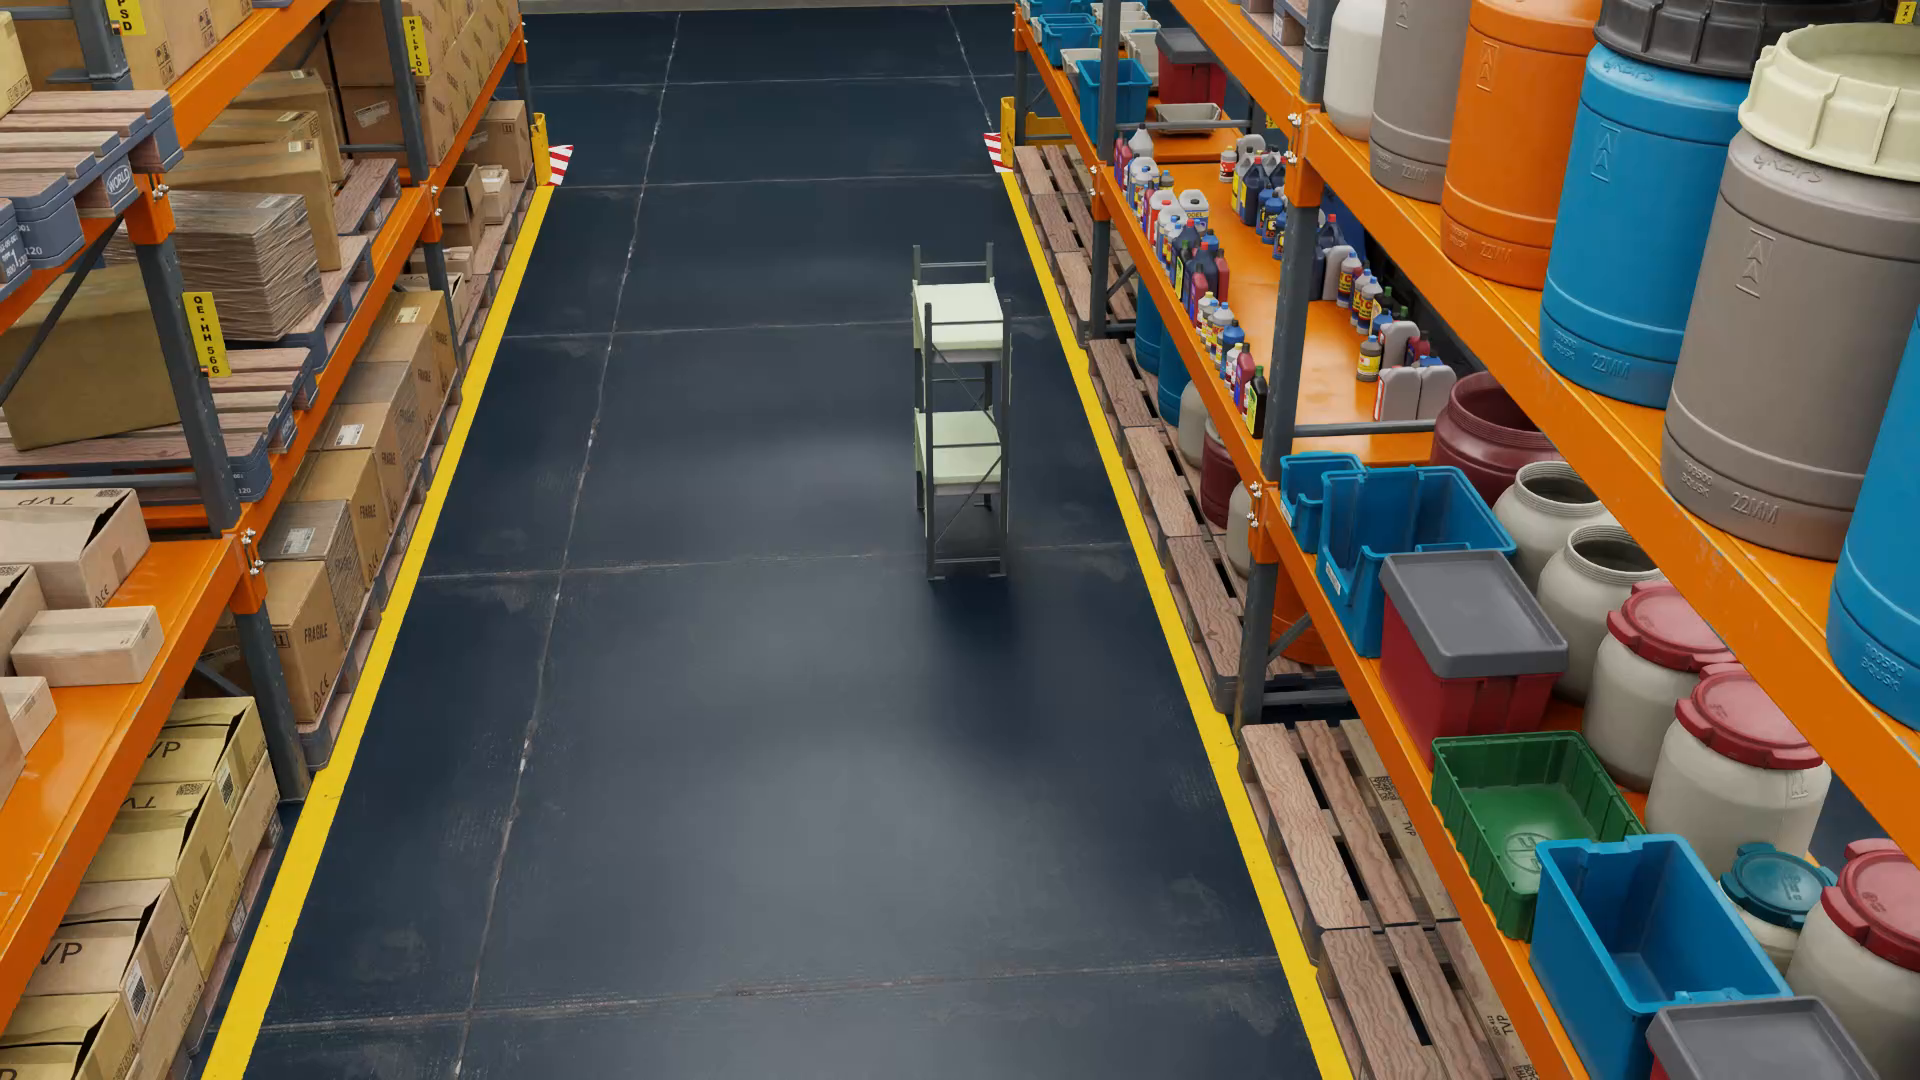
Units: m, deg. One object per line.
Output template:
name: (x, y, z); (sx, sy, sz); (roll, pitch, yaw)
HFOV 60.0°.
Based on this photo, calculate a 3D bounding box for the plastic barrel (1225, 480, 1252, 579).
plastic barrel: (1.498, -0.083, 7.980); (0.421, 0.512, 0.421); (0, 31, 0)

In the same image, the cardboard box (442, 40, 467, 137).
cardboard box: (-3.431, -2.822, 10.452); (0.500, 0.500, 0.500); (-2, 31, -4)

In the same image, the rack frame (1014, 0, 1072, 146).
rack frame: (0.955, -4.522, 13.396); (1.000, 3.000, 0.127); (-3, 31, -5)

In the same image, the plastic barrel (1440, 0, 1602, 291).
plastic barrel: (1.624, -1.146, 4.400); (0.600, 0.830, 0.708); (-3, 31, -5)

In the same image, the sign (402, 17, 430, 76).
sign: (-3.051, -2.770, 9.333); (0.100, 0.325, 0.005); (-3, 31, -5)

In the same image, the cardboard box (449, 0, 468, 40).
cardboard box: (-3.463, -3.497, 10.606); (0.500, 0.500, 0.500); (-4, 31, -6)

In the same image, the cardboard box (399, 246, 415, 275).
cardboard box: (-4.009, -1.939, 11.265); (0.500, 0.311, 0.500); (-3, 31, -5)

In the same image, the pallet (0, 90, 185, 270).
pallet: (-3.077, -1.067, 4.870); (1.213, 0.211, 1.003); (-1, 31, -2)

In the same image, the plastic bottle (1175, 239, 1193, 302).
plastic bottle: (1.103, -1.320, 8.148); (0.061, 0.283, 0.133); (-3, 31, -5)

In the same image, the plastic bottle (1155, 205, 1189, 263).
plastic bottle: (1.101, -1.581, 8.593); (0.152, 0.276, 0.135); (-3, 31, -5)

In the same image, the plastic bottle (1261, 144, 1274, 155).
plastic bottle: (1.755, -2.128, 9.502); (0.061, 0.283, 0.133); (-3, 31, -5)

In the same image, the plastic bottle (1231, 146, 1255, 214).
plastic bottle: (1.597, -1.998, 9.218); (0.144, 0.351, 0.185); (-3, 31, -5)

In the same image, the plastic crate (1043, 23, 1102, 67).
plastic crate: (0.801, -3.509, 11.804); (0.416, 0.233, 0.300); (-3, 31, -5)

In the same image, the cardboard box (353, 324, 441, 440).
cardboard box: (-3.234, -0.869, 9.289); (0.500, 0.500, 0.500); (-3, 31, -4)

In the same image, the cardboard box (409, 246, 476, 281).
cardboard box: (-3.518, -1.883, 11.311); (0.380, 0.166, 0.250); (-3, 31, -5)

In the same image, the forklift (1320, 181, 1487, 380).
forklift: (3.040, -2.077, 9.370); (1.130, 2.935, 3.031); (-4, 31, -6)

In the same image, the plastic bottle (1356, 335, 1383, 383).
plastic bottle: (1.818, -0.810, 7.374); (0.097, 0.201, 0.097); (0, 31, 0)

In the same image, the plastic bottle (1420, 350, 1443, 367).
plastic bottle: (2.000, -0.679, 7.088); (0.097, 0.271, 0.097); (0, 31, 0)

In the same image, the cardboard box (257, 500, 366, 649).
cardboard box: (-3.042, 0.169, 7.551); (0.500, 0.500, 0.500); (-4, 31, -6)

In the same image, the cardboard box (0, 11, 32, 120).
cardboard box: (-3.131, -1.377, 4.942); (0.500, 0.250, 0.500); (-5, 31, -8)

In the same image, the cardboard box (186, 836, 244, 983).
cardboard box: (-2.886, 1.318, 5.891); (0.500, 0.250, 0.500); (-3, 31, -5)

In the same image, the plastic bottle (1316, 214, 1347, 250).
plastic bottle: (1.843, -1.443, 8.289); (0.144, 0.351, 0.185); (-3, 31, -5)

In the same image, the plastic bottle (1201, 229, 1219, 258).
plastic bottle: (1.246, -1.426, 8.338); (0.097, 0.271, 0.097); (0, 31, 0)

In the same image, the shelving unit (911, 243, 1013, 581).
shelving unit: (0.001, -0.640, 8.360); (0.431, 1.500, 0.755); (-3, 31, -5)

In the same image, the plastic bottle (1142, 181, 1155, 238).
plastic bottle: (1.021, -1.769, 8.900); (0.061, 0.283, 0.133); (-3, 31, -5)

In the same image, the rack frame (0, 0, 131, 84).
rack frame: (-3.229, -2.778, 4.625); (1.000, 3.000, 0.127); (-3, 31, -5)

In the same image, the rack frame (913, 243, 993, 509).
rack frame: (-0.034, -0.827, 8.673); (0.400, 1.500, 0.023); (-3, 31, -5)

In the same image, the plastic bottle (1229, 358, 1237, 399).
plastic bottle: (1.226, -0.716, 7.218); (0.097, 0.201, 0.097); (0, 31, 0)

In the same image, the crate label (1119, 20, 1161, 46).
crate label: (1.275, -3.737, 12.281); (0.396, 0.136, 0.243); (-3, 31, -5)

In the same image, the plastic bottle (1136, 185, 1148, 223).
plastic bottle: (1.020, -1.843, 9.104); (0.097, 0.201, 0.097); (0, 31, 0)

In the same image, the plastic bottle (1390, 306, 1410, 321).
plastic bottle: (1.974, -0.931, 7.497); (0.061, 0.283, 0.133); (-3, 31, -5)

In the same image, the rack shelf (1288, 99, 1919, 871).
rack shelf: (1.889, -0.396, 4.264); (1.077, 0.370, 4.000); (-3, 31, -5)

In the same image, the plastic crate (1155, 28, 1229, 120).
plastic crate: (1.495, -3.001, 10.728); (0.402, 0.464, 0.583); (-3, 31, -5)

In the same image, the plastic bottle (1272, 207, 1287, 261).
plastic bottle: (1.681, -1.592, 8.616); (0.097, 0.271, 0.097); (0, 31, 0)

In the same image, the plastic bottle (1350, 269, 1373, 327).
plastic bottle: (1.914, -1.151, 7.878); (0.097, 0.271, 0.097); (0, 31, 0)

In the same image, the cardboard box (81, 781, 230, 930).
cardboard box: (-2.880, 1.078, 5.746); (0.500, 0.311, 0.500); (-3, 31, -5)

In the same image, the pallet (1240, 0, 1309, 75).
pallet: (1.728, -2.040, 6.499); (1.003, 0.211, 1.213); (-3, 31, -5)

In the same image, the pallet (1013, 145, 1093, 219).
pallet: (0.994, -2.902, 13.403); (1.003, 0.211, 1.213); (-3, 31, -5)

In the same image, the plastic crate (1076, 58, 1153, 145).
plastic crate: (0.946, -2.721, 10.337); (0.392, 0.384, 0.575); (-3, 31, -5)

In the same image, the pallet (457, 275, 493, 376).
pallet: (-3.666, -1.398, 10.885); (1.003, 0.211, 1.213); (-3, 31, -5)

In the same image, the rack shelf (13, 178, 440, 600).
rack shelf: (-3.416, -0.915, 8.058); (1.077, 0.370, 4.000); (-3, 31, -5)

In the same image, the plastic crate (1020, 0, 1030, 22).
plastic crate: (0.598, -4.125, 12.930); (0.250, 0.136, 0.298); (-3, 31, -5)

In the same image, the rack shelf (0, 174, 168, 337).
rack shelf: (-3.043, -0.160, 3.869); (1.077, 0.370, 4.000); (-3, 31, -5)

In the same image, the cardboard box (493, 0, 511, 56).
cardboard box: (-3.612, -3.849, 12.172); (0.500, 0.500, 0.500); (-2, 31, -4)

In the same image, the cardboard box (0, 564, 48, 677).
cardboard box: (-3.339, 0.302, 5.407); (0.500, 0.311, 0.500); (-3, 31, -5)

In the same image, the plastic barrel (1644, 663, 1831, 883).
plastic barrel: (2.137, 0.673, 4.566); (0.433, 0.535, 0.433); (0, 31, 0)

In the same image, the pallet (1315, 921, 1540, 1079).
pallet: (1.847, 1.778, 5.567); (1.003, 0.211, 1.213); (-3, 31, -5)

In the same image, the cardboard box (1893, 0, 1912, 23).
cardboard box: (5.951, -3.324, 10.515); (0.500, 0.500, 0.500); (-2, 31, -3)

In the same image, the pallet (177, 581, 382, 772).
pallet: (-3.262, 0.612, 7.520); (1.003, 0.211, 1.213); (-3, 31, -5)

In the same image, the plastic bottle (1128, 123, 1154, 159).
plastic bottle: (1.043, -2.243, 9.628); (0.144, 0.351, 0.185); (-3, 31, -5)

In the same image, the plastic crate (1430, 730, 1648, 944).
plastic crate: (1.633, 0.820, 4.659); (0.450, 0.188, 0.662); (-3, 31, -5)

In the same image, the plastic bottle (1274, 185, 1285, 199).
plastic bottle: (1.769, -1.797, 8.954); (0.152, 0.276, 0.135); (-3, 31, -5)

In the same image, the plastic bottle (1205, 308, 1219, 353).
plastic bottle: (1.180, -0.965, 7.634); (0.097, 0.201, 0.097); (0, 31, 0)

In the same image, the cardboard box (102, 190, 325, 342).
cardboard box: (-3.296, -1.218, 7.357); (0.700, 0.500, 0.500); (3, 31, 5)

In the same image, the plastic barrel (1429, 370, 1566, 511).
plastic barrel: (2.048, -0.274, 6.151); (0.600, 0.536, 0.708); (-3, 31, -5)

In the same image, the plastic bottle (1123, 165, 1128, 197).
plastic bottle: (0.980, -2.061, 9.469); (0.097, 0.201, 0.097); (0, 31, 0)

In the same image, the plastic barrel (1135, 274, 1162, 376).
plastic barrel: (1.363, -1.481, 9.941); (0.600, 0.901, 0.708); (-3, 31, -5)
